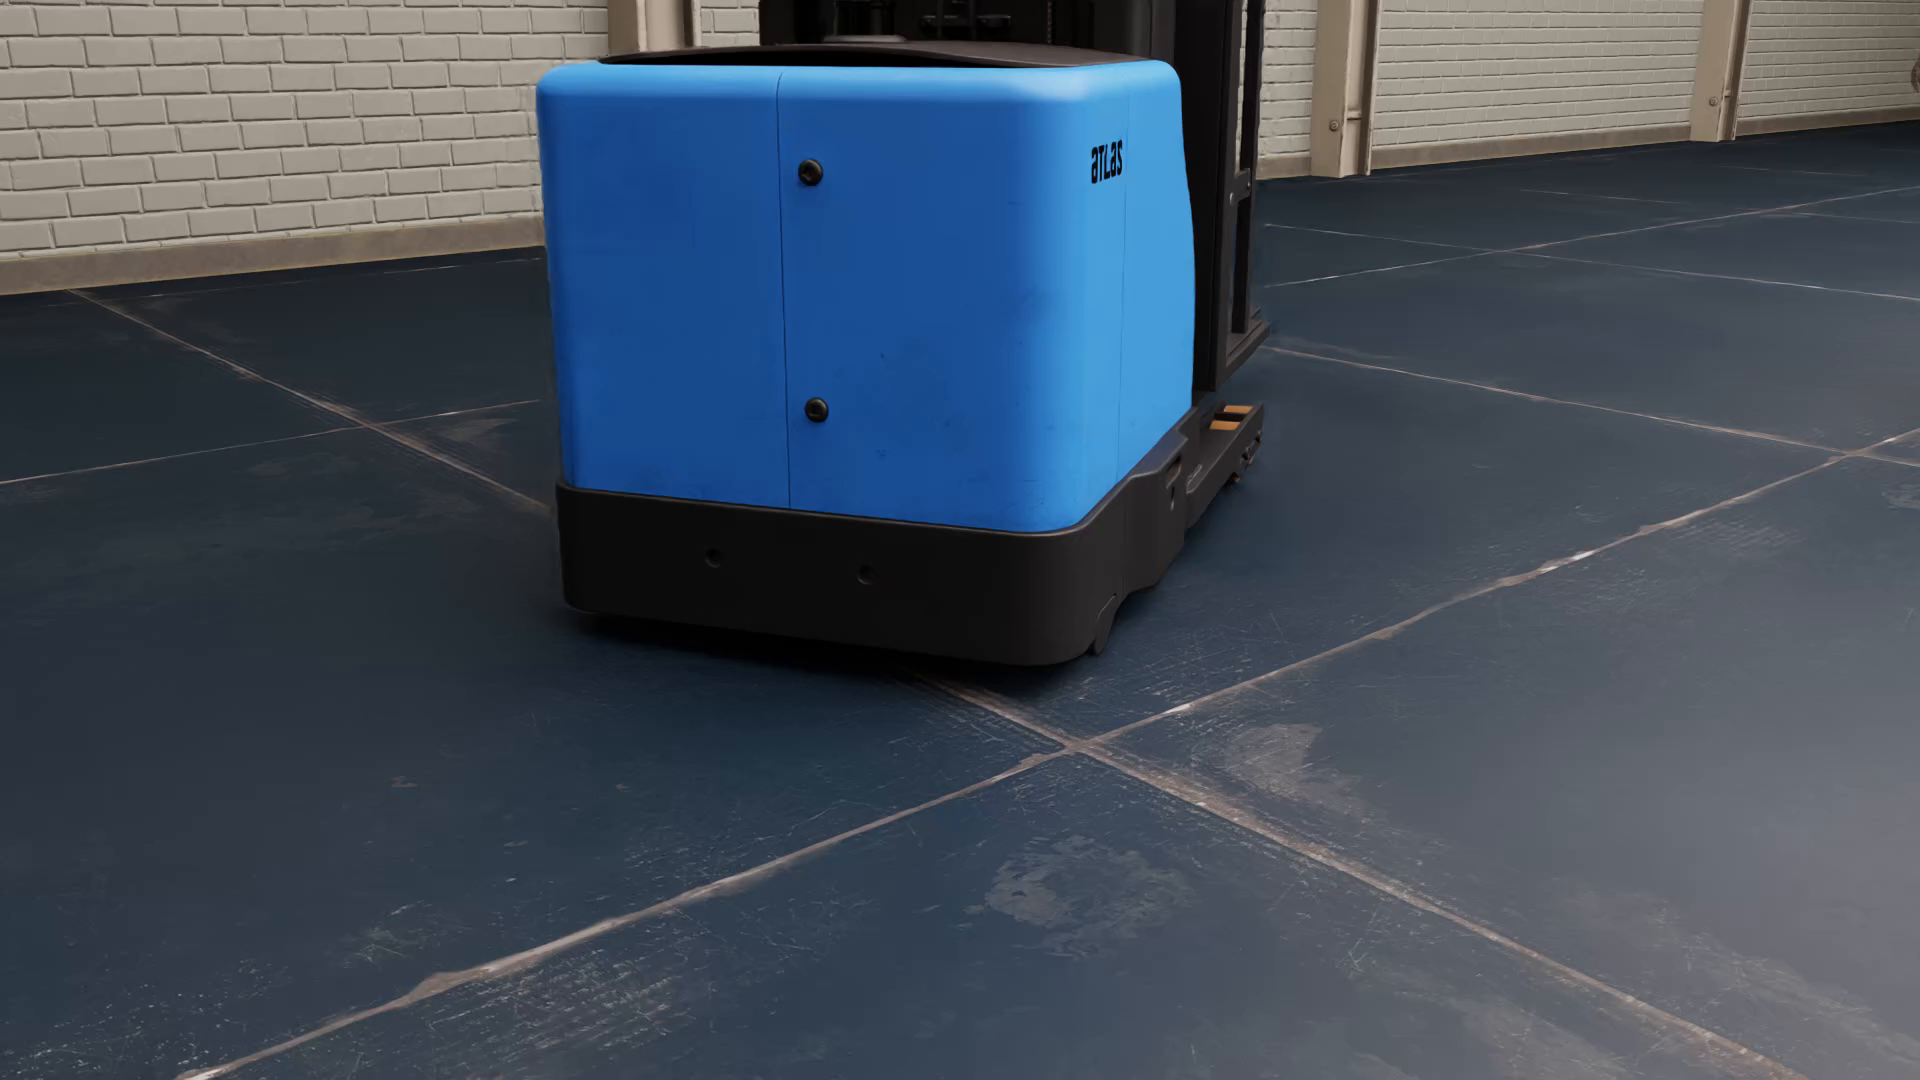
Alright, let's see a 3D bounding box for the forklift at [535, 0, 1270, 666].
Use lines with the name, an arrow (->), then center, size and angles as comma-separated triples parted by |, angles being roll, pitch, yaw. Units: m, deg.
forklift -> 0.188, -1.579, 3.987 | 1.130, 2.935, 3.031 | 6, 18, 18
